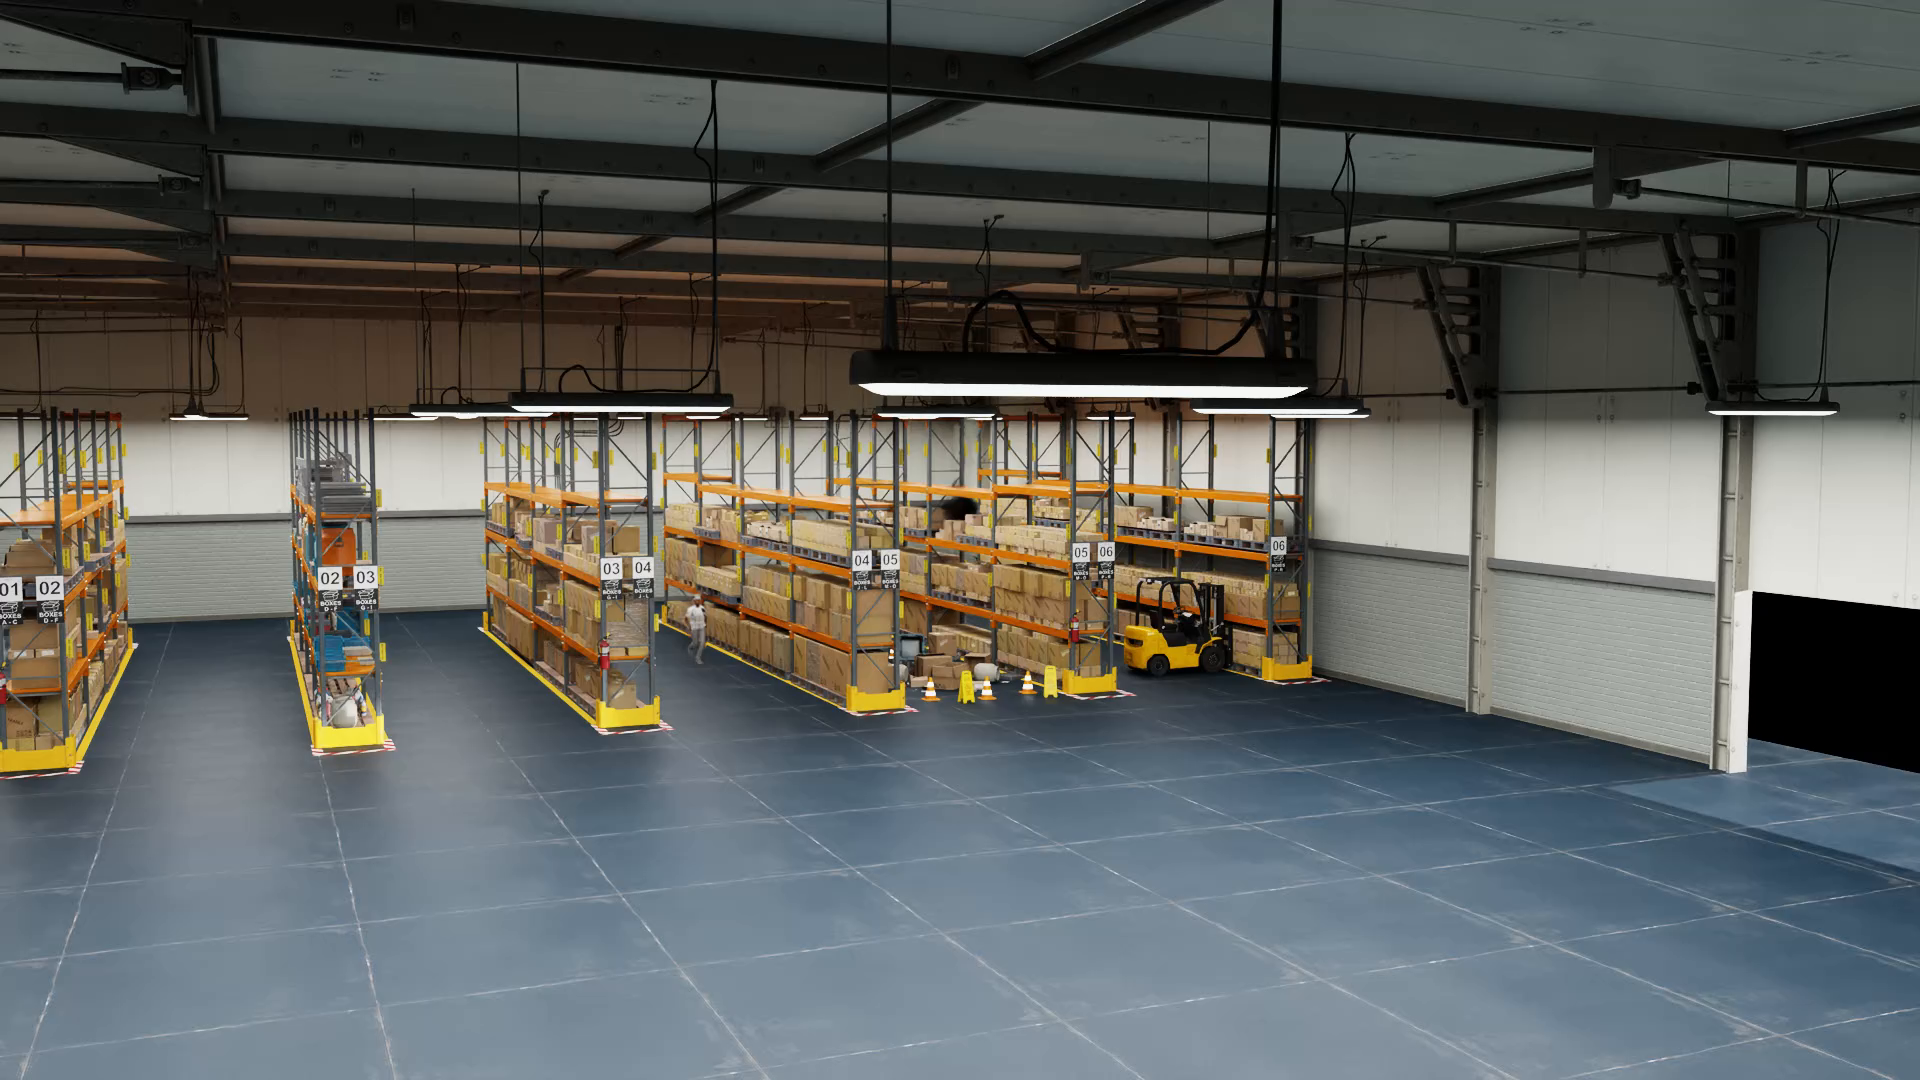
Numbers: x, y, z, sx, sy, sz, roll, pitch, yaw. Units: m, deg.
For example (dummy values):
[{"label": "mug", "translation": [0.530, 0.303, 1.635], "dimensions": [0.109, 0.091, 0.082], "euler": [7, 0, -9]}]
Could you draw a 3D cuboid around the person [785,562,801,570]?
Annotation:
[{"label": "person", "translation": [-5.160, 1.279, 50.505], "dimensions": [0.979, 1.781, 0.653], "euler": [-2, 5, -29]}]

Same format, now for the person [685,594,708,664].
[{"label": "person", "translation": [-6.306, 2.117, 39.859], "dimensions": [0.582, 1.665, 0.578], "euler": [-2, 5, -29]}]
